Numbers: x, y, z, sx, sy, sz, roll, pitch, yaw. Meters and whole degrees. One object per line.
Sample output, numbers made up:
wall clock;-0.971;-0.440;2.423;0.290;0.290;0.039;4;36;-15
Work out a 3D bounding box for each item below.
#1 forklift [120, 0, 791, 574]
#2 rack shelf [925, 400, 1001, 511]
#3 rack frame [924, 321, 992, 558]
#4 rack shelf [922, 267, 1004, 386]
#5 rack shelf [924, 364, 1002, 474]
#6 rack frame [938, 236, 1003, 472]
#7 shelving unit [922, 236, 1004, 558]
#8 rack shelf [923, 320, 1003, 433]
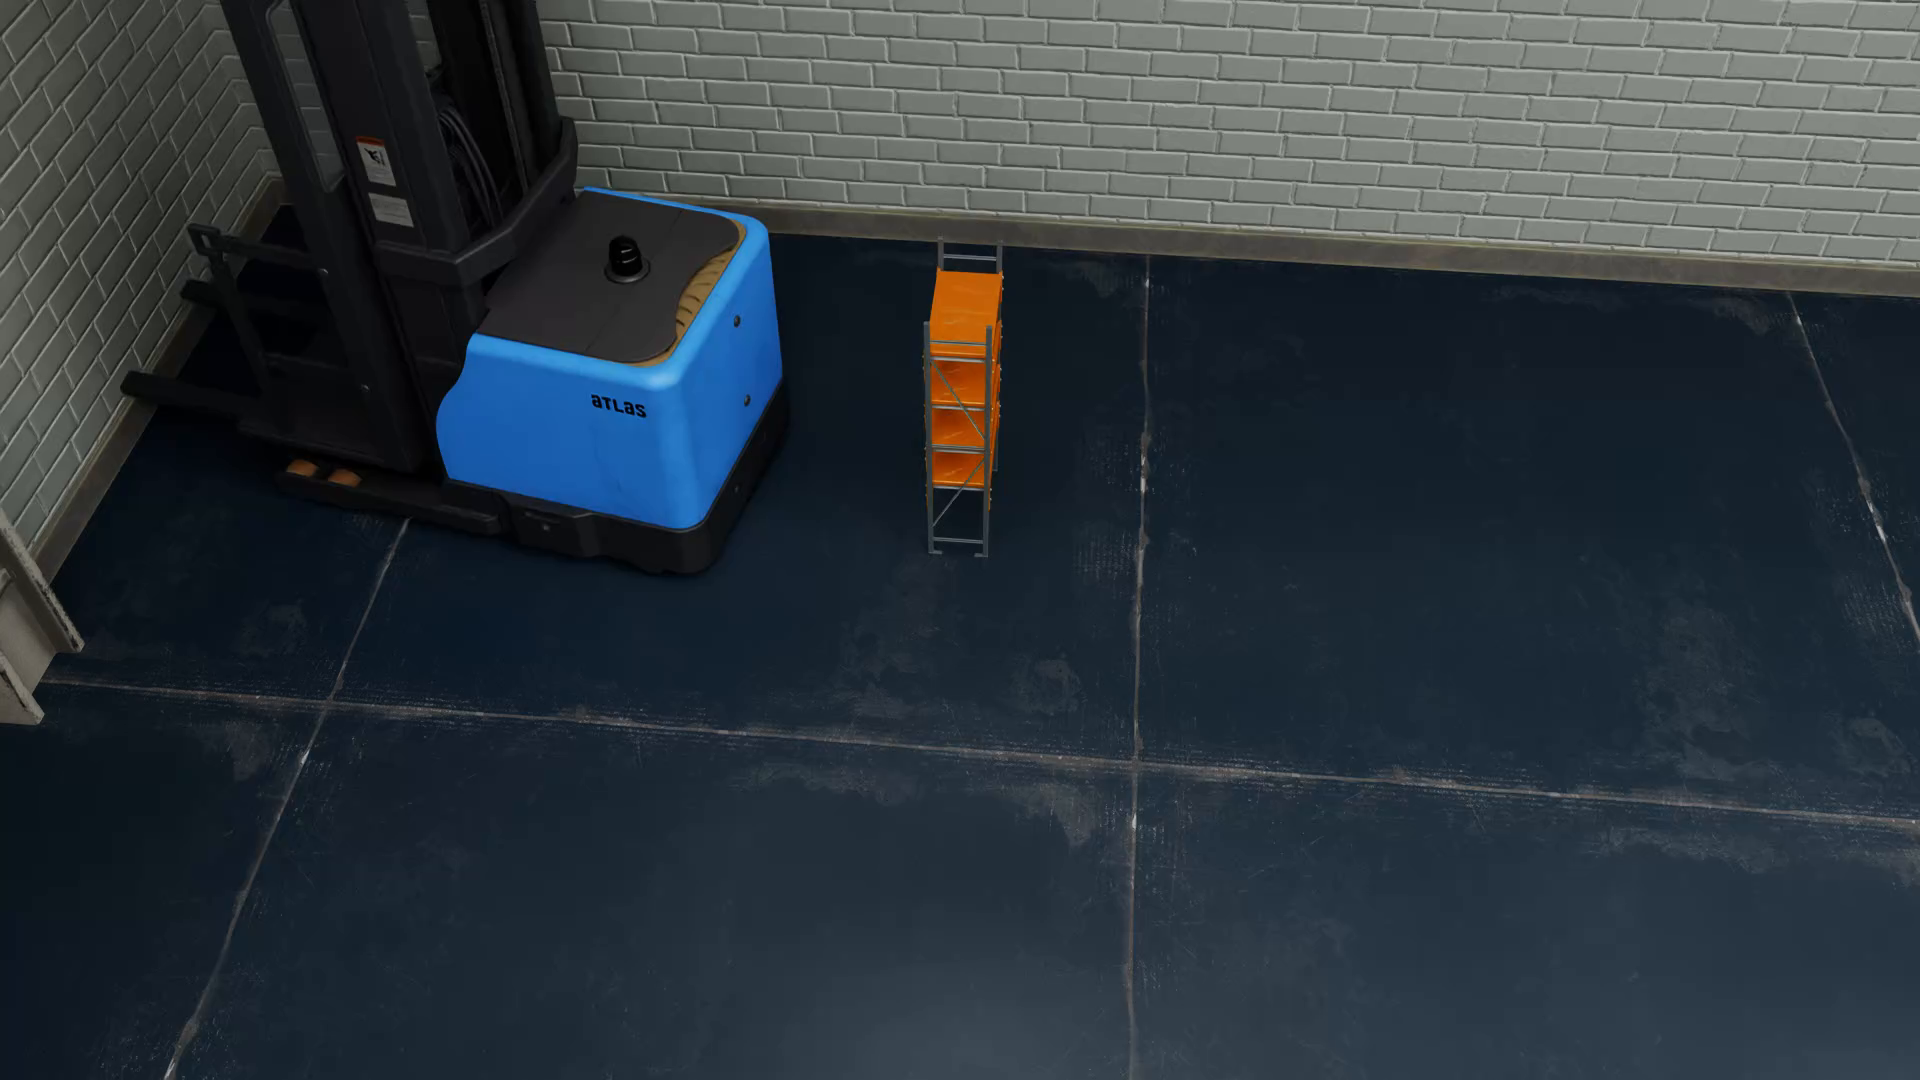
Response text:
forklift;-2.303;-1.480;6.118;3.031;2.935;1.130;12;49;11
rack shelf;0.015;-0.347;6.615;0.258;0.148;0.480;4;48;4
rack frame;-0.007;-0.347;6.255;0.240;1.200;0.015;4;48;4
rack shelf;0.015;-0.792;6.129;0.258;0.148;0.480;4;48;4
rack shelf;0.015;-0.481;6.468;0.258;0.148;0.480;4;48;4
rack frame;0.037;-0.706;6.583;0.240;1.200;0.015;4;48;4
shelving unit;0.015;-0.527;6.419;0.258;1.200;0.503;4;48;4
rack shelf;0.015;-0.632;6.303;0.258;0.148;0.480;4;48;4
